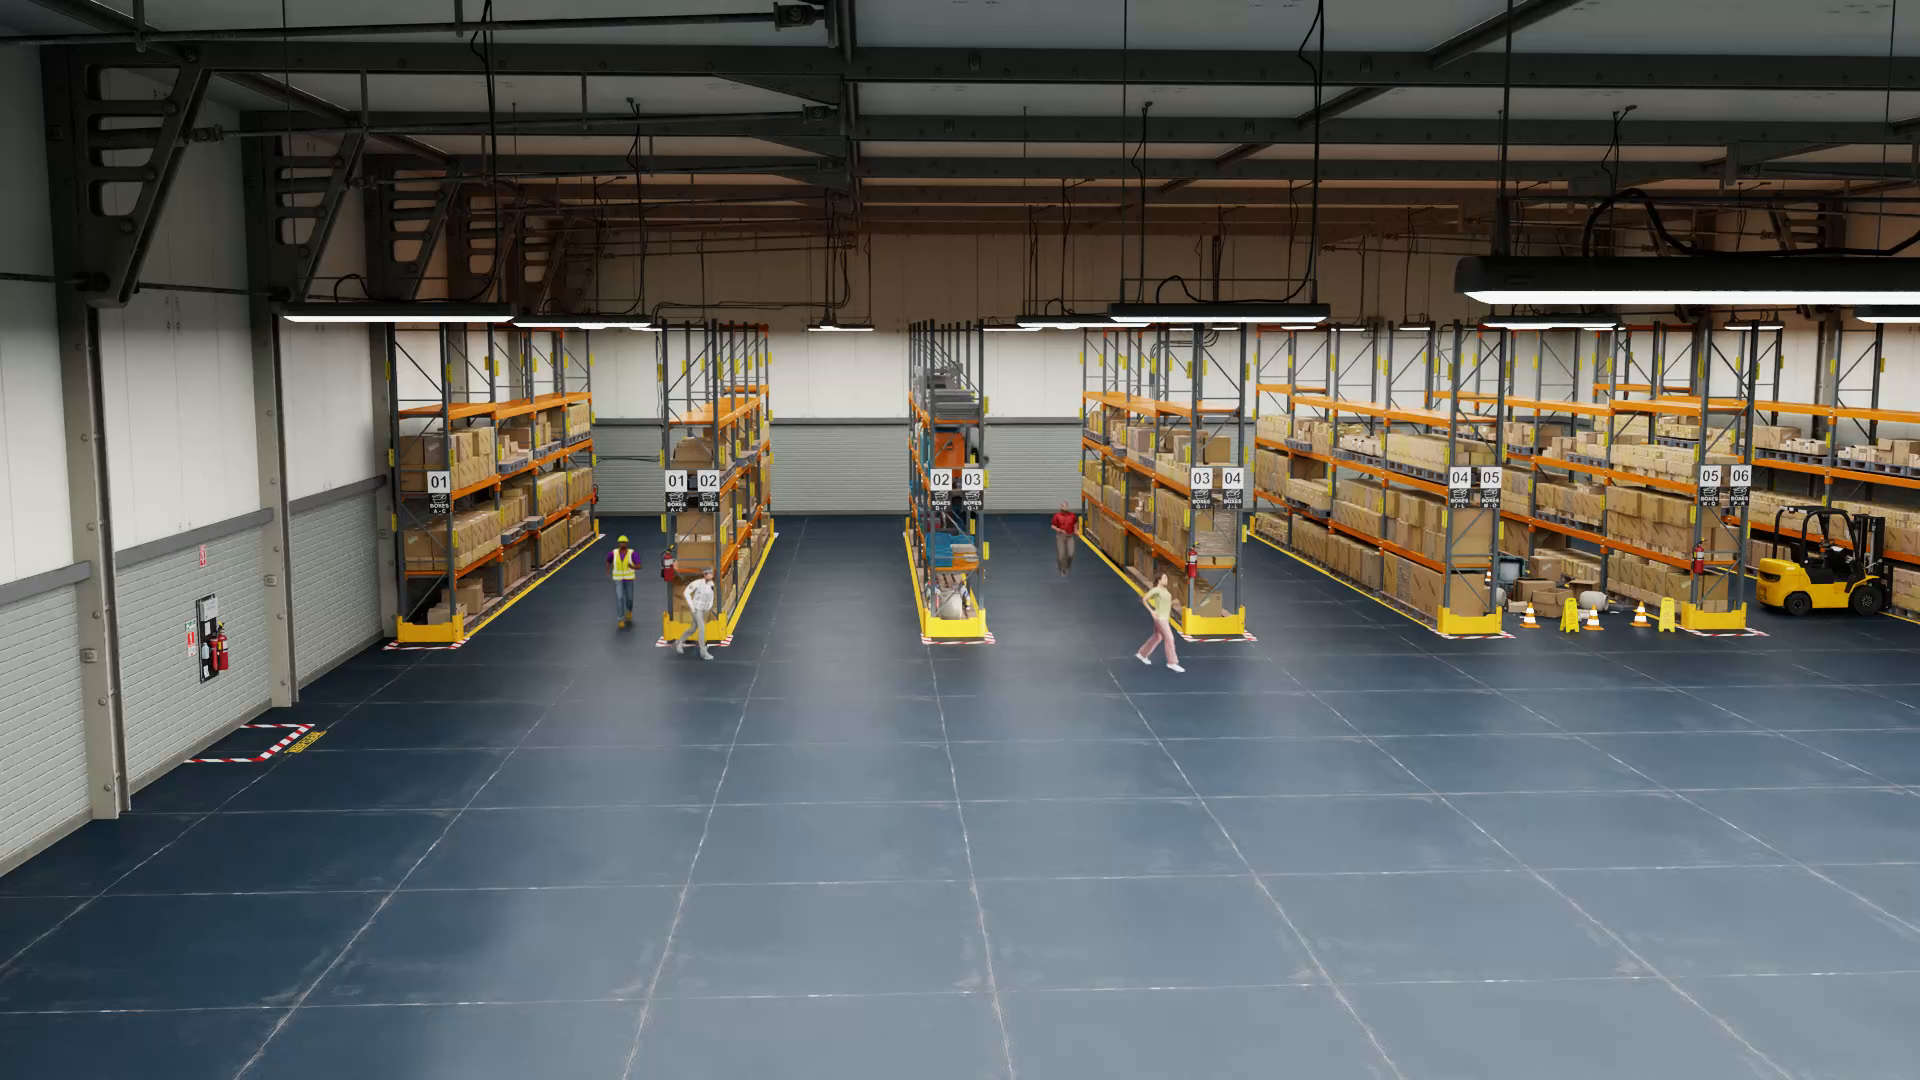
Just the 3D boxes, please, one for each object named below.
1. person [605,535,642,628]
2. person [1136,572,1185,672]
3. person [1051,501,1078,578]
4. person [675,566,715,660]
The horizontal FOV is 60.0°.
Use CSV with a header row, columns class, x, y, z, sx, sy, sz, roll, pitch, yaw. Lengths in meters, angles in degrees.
class,x,y,z,sx,sy,sz,roll,pitch,yaw
person,-6.613,0.784,32.718,0.700,1.752,0.989,-1,7,-11
person,3.428,1.421,28.392,0.919,1.589,0.563,3,8,25
person,2.369,0.003,37.246,0.652,1.724,0.602,-1,7,-8
person,-4.666,1.262,29.678,0.927,1.632,0.613,5,9,36
